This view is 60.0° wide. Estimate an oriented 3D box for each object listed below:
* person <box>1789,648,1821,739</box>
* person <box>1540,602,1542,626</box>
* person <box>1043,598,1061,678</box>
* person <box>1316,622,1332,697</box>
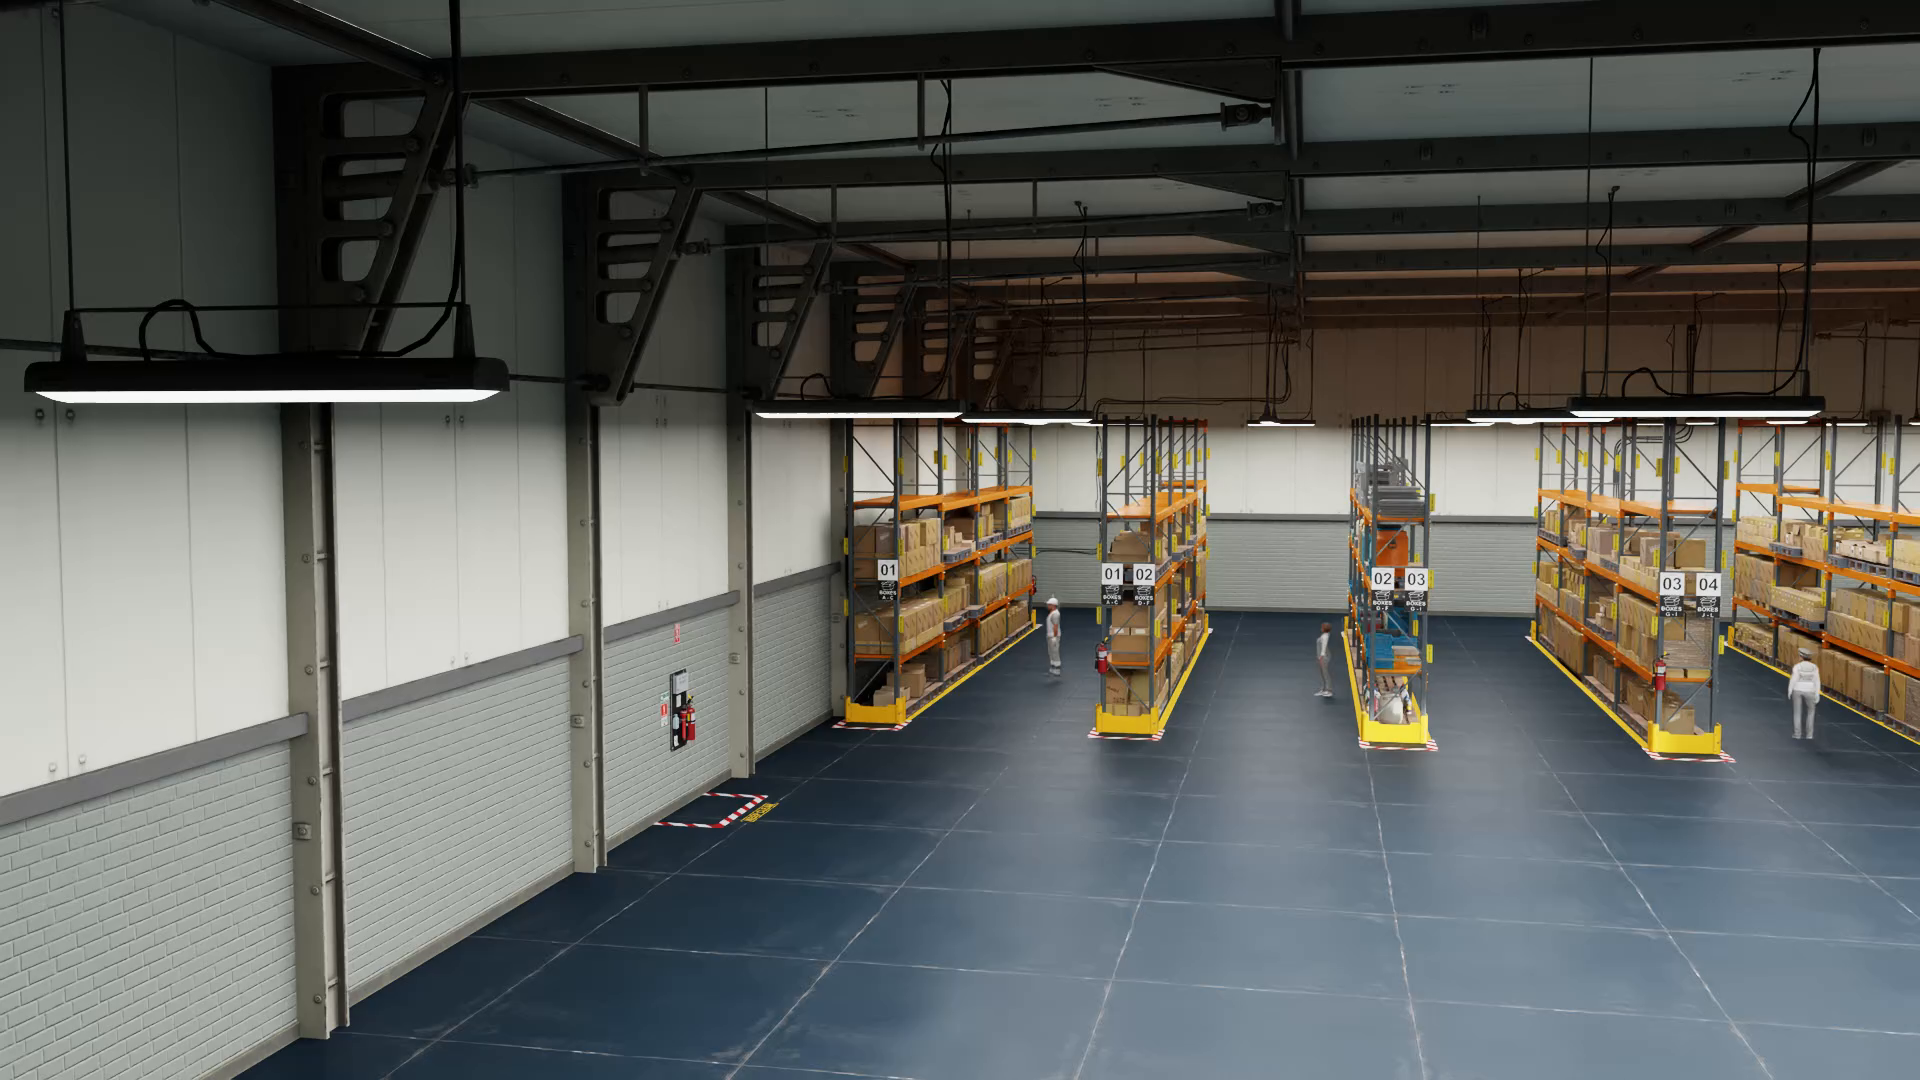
[{"bbox_3d":[15.586,2.862,30.695,0.532,1.744,0.534,3,5,36],"label":"person"},{"bbox_3d":[16.338,1.834,46.093,0.501,1.702,0.457,0,4,-4],"label":"person"},{"bbox_3d":[2.102,2.213,37.779,0.387,1.799,0.558,0,4,-6],"label":"person"},{"bbox_3d":[7.812,2.557,35.667,0.362,1.608,0.482,0,4,-1],"label":"person"}]
